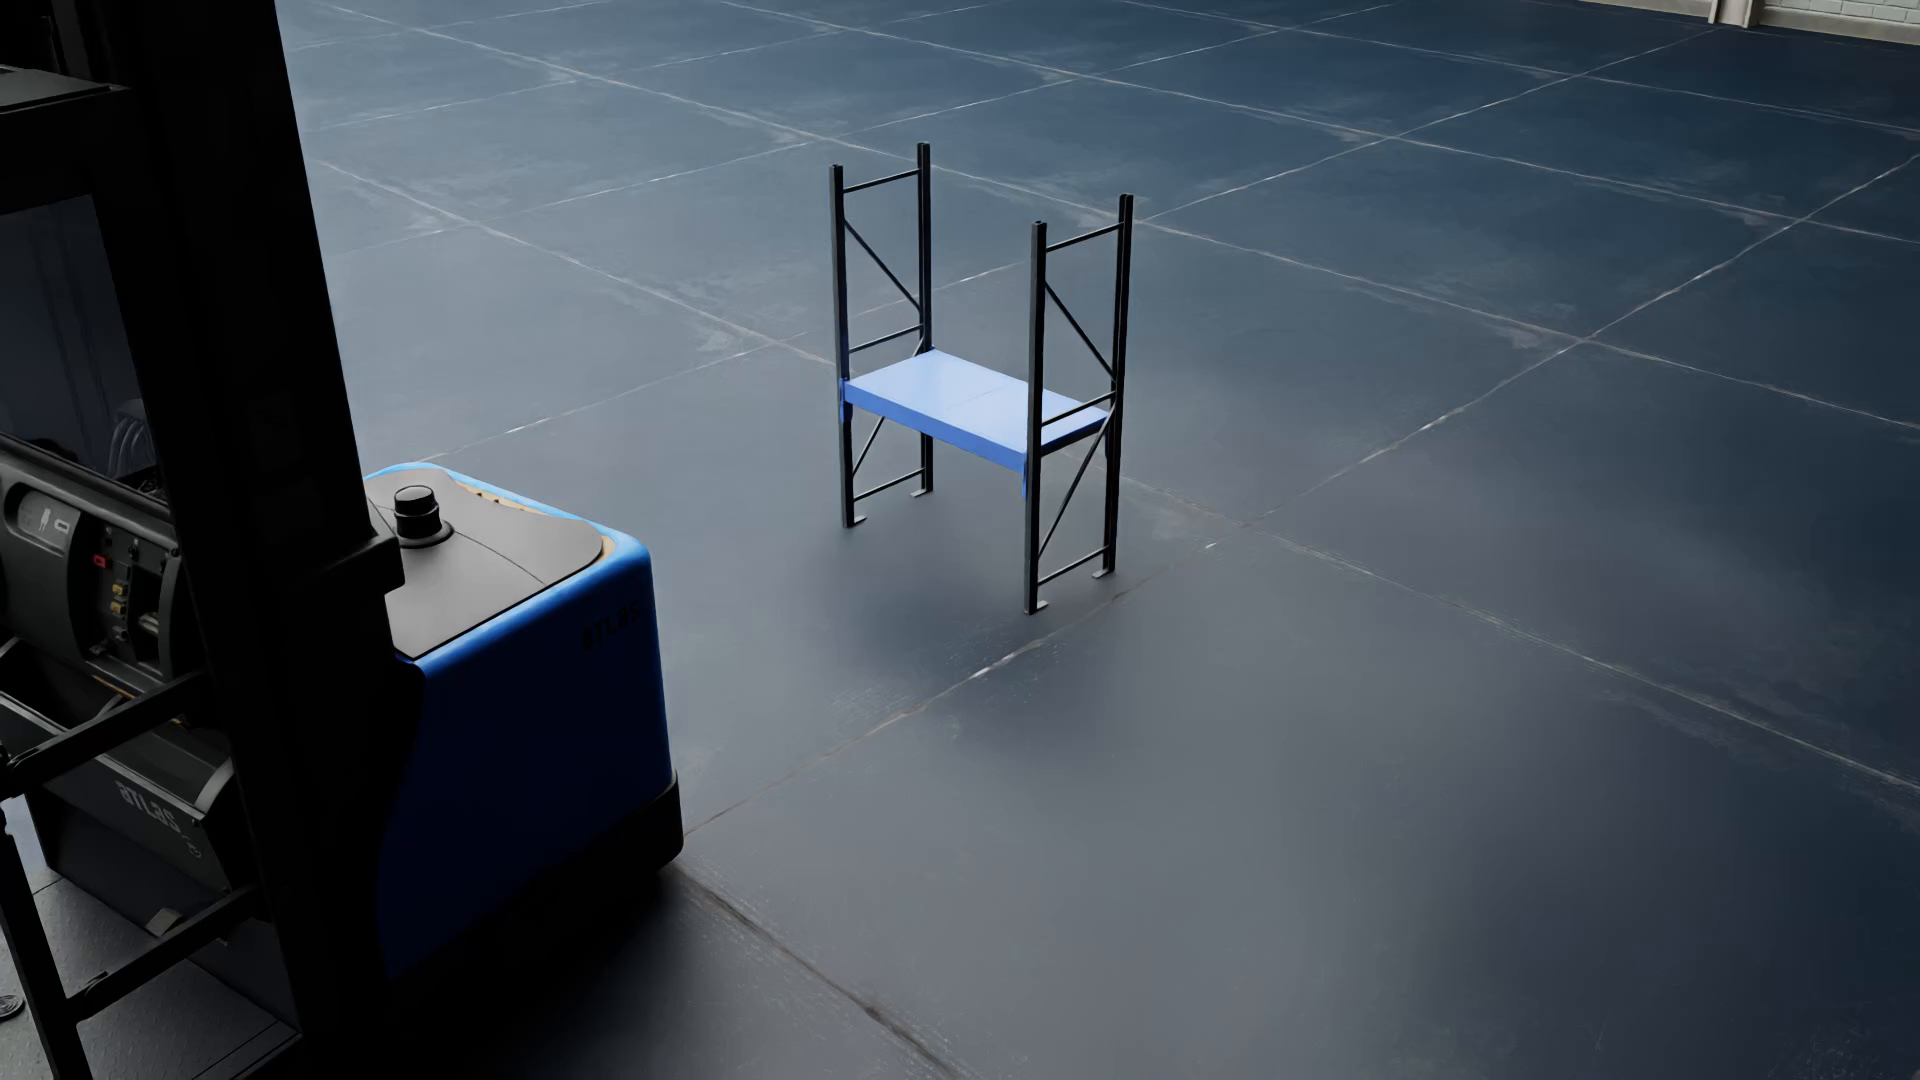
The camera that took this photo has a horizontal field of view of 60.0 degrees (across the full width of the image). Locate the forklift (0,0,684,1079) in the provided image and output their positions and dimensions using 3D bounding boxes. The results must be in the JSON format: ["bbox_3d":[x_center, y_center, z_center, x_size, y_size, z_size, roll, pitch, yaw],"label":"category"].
[{"bbox_3d":[-2.063,0.093,3.424,1.130,2.935,3.031,18,33,30],"label":"forklift"}]

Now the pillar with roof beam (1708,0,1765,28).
[{"bbox_3d":[4.662,-7.682,11.690,0.400,9.000,9.100,25,36,38],"label":"pillar with roof beam"}]

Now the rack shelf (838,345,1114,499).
[{"bbox_3d":[0.061,-0.477,6.432,1.000,0.185,0.538,25,36,38],"label":"rack shelf"}]

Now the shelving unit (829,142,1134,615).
[{"bbox_3d":[0.061,-0.636,6.348,1.048,1.500,0.538,25,36,38],"label":"shelving unit"}]

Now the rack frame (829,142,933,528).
[{"bbox_3d":[-0.302,-0.802,6.663,0.032,1.500,0.500,25,36,38],"label":"rack frame"}]

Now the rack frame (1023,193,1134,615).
[{"bbox_3d":[0.423,-0.470,6.033,0.032,1.500,0.500,25,36,38],"label":"rack frame"}]
